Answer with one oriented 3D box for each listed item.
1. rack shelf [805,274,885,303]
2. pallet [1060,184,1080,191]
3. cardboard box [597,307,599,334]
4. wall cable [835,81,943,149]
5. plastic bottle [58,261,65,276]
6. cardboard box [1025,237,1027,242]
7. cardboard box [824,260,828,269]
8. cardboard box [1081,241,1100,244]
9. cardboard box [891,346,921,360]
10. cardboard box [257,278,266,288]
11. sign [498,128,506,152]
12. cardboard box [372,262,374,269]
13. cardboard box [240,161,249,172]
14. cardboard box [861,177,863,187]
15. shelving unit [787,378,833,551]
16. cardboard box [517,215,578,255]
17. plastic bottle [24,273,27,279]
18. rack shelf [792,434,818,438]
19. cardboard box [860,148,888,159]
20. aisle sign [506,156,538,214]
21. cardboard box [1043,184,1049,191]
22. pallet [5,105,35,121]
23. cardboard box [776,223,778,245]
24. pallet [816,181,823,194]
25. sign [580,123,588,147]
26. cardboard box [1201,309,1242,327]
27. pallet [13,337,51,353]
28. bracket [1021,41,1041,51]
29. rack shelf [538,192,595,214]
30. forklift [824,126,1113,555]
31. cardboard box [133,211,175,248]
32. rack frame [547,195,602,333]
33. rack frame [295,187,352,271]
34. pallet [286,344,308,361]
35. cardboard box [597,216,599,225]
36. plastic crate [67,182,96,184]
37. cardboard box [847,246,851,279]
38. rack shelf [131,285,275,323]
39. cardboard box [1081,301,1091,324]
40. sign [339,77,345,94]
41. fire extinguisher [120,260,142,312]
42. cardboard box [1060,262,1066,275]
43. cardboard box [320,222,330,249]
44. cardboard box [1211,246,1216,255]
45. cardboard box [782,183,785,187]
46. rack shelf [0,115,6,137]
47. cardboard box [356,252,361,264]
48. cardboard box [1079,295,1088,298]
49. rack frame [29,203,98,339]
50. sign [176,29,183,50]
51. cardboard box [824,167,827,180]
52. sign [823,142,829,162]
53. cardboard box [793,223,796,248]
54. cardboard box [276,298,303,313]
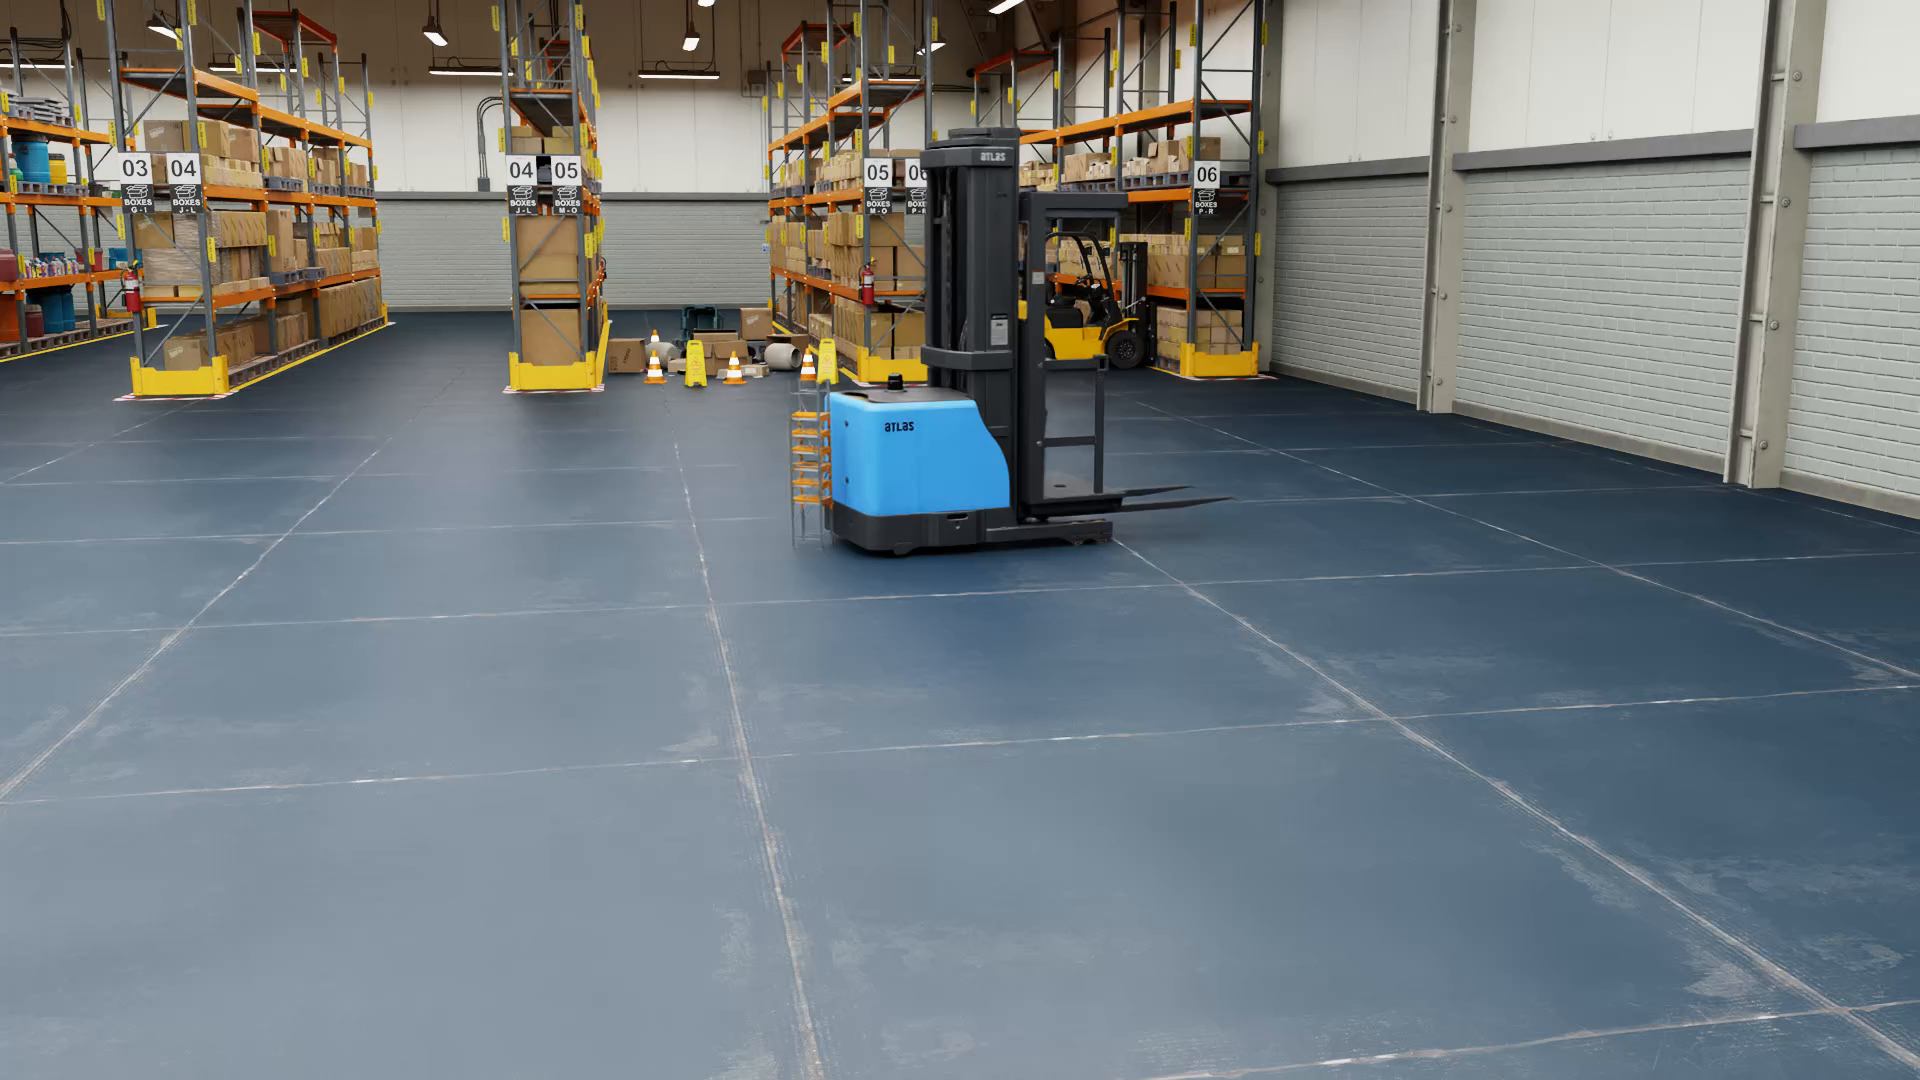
[{"bbox_3d":[-2.071,-4.573,30.127,1.077,0.370,4.000,-2,11,-11],"label":"rack shelf"},{"bbox_3d":[2.628,-6.734,32.039,1.213,0.211,1.003,-2,11,-8],"label":"pallet"},{"bbox_3d":[-7.183,-4.212,31.868,0.500,0.500,0.500,-3,11,-13],"label":"cardboard box"},{"bbox_3d":[-1.920,-10.881,45.195,2.988,3.039,0.133,-2,11,-11],"label":"wall cable"},{"bbox_3d":[-17.254,-5.206,31.857,0.152,0.276,0.135,-2,11,-11],"label":"plastic bottle"},{"bbox_3d":[1.759,-6.128,34.980,0.700,0.500,0.500,-2,11,-11],"label":"cardboard box"},{"bbox_3d":[-2.172,-4.822,29.059,0.380,0.149,0.250,-2,11,-12],"label":"cardboard box"},{"bbox_3d":[2.443,-5.537,31.263,0.380,0.149,0.250,-2,11,-10],"label":"cardboard box"},{"bbox_3d":[-0.789,-2.840,25.326,0.500,0.250,0.500,-2,11,-11],"label":"cardboard box"},{"bbox_3d":[-11.033,-4.001,25.868,0.380,0.149,0.250,-2,11,-11],"label":"cardboard box"},{"bbox_3d":[-6.275,-5.480,22.788,0.100,0.325,0.005,-2,11,-11],"label":"sign"},{"bbox_3d":[-13.196,-6.084,36.811,0.380,0.149,0.250,-2,11,-10],"label":"cardboard box"},{"bbox_3d":[-10.881,-5.601,24.916,0.380,0.149,0.250,-2,11,-13],"label":"cardboard box"},{"bbox_3d":[-1.247,-5.232,24.311,0.380,0.149,0.250,-2,11,-11],"label":"cardboard box"},{"bbox_3d":[-1.060,-0.538,11.798,0.258,1.200,0.189,4,13,18],"label":"shelving unit"},{"bbox_3d":[-5.774,-4.301,23.485,0.875,0.550,0.550,-2,11,-11],"label":"cardboard box"},{"bbox_3d":[-16.821,-4.787,29.855,0.097,0.201,0.097,0,11,0],"label":"plastic bottle"},{"bbox_3d":[-1.061,-0.748,11.752,0.199,0.020,0.166,4,13,18],"label":"rack shelf"},{"bbox_3d":[-1.259,-5.620,24.216,0.380,0.149,0.250,-2,11,-10],"label":"cardboard box"},{"bbox_3d":[-6.020,-4.881,22.866,0.394,0.787,0.004,-2,11,-11],"label":"aisle sign"},{"bbox_3d":[1.972,-7.052,33.604,0.500,0.250,0.500,-2,11,-11],"label":"cardboard box"},{"bbox_3d":[-17.149,-7.544,29.342,1.213,0.211,1.003,-2,11,-11],"label":"pallet"},{"bbox_3d":[-3.889,-6.923,37.604,0.500,0.500,0.500,-2,11,-11],"label":"cardboard box"},{"bbox_3d":[-1.902,-6.249,29.483,1.213,0.211,1.003,-2,11,-11],"label":"pallet"},{"bbox_3d":[-5.194,-5.589,22.965,0.100,0.325,0.005,-2,11,-11],"label":"sign"},{"bbox_3d":[4.057,-3.449,25.853,0.500,0.250,0.500,-2,11,-12],"label":"cardboard box"},{"bbox_3d":[-17.233,-3.526,30.159,1.003,0.211,1.213,-2,11,-11],"label":"pallet"},{"bbox_3d":[1.449,-11.620,39.553,0.076,0.066,4.783,-2,11,-11],"label":"bracket"},{"bbox_3d":[-6.907,-5.848,28.803,1.077,0.370,4.000,-2,11,-11],"label":"rack shelf"},{"bbox_3d":[0.564,-1.492,12.194,3.031,2.935,1.130,-5,12,-23],"label":"forklift"},{"bbox_3d":[-10.974,-4.244,22.736,0.500,0.500,0.500,-2,11,-11],"label":"cardboard box"},{"bbox_3d":[-8.074,-5.829,34.798,1.000,3.000,0.127,-2,11,-11],"label":"rack frame"},{"bbox_3d":[-12.958,-5.667,33.948,1.000,3.000,0.127,-2,11,-11],"label":"rack frame"},{"bbox_3d":[-11.796,-3.197,28.427,1.003,0.211,1.213,-2,11,-11],"label":"pallet"},{"bbox_3d":[-8.106,-6.795,36.137,0.500,0.500,0.500,-2,11,-10],"label":"cardboard box"},{"bbox_3d":[-18.567,-7.373,35.056,0.504,0.338,0.767,-2,11,-11],"label":"plastic crate"},{"bbox_3d":[-1.466,-4.295,25.677,0.500,0.500,0.500,-2,11,-11],"label":"cardboard box"},{"bbox_3d":[-11.013,-3.479,24.379,1.077,0.370,4.000,-2,11,-11],"label":"rack shelf"},{"bbox_3d":[2.782,-4.157,31.241,0.875,0.625,0.625,-3,11,-13],"label":"cardboard box"},{"bbox_3d":[-12.428,-9.134,33.407,0.100,0.325,0.005,-2,11,-11],"label":"sign"},{"bbox_3d":[-11.054,-3.390,22.193,0.296,0.674,0.183,-2,11,-11],"label":"fire extinguisher"},{"bbox_3d":[2.255,-5.311,32.478,0.500,0.250,0.500,-2,11,-11],"label":"cardboard box"},{"bbox_3d":[-12.568,-5.852,31.971,0.797,0.503,0.637,-2,11,-9],"label":"cardboard box"},{"bbox_3d":[4.042,-4.490,25.762,0.380,0.149,0.250,-2,11,-11],"label":"cardboard box"},{"bbox_3d":[-3.676,-7.796,36.079,0.396,0.266,0.258,-2,11,-9],"label":"cardboard box"},{"bbox_3d":[-16.650,-6.784,26.763,1.077,0.370,4.000,-2,11,-11],"label":"rack shelf"},{"bbox_3d":[-12.885,-5.926,34.917,0.500,0.250,0.500,-2,11,-11],"label":"cardboard box"},{"bbox_3d":[2.613,-4.879,33.634,0.380,0.149,0.250,-2,11,-8],"label":"cardboard box"},{"bbox_3d":[-17.817,-5.487,33.001,1.000,3.000,0.127,-2,11,-11],"label":"rack frame"},{"bbox_3d":[-11.946,-7.662,25.464,0.100,0.325,0.005,-2,11,-11],"label":"sign"},{"bbox_3d":[-2.129,-6.455,29.342,0.500,0.250,0.500,-2,11,-10],"label":"cardboard box"},{"bbox_3d":[-2.225,-6.460,27.657,0.100,0.325,0.005,-2,11,-11],"label":"sign"},{"bbox_3d":[-3.106,-6.197,33.794,0.500,0.500,0.500,-2,11,-12],"label":"cardboard box"},{"bbox_3d":[-12.021,-4.168,29.576,0.500,0.250,0.500,-2,11,-9],"label":"cardboard box"}]
